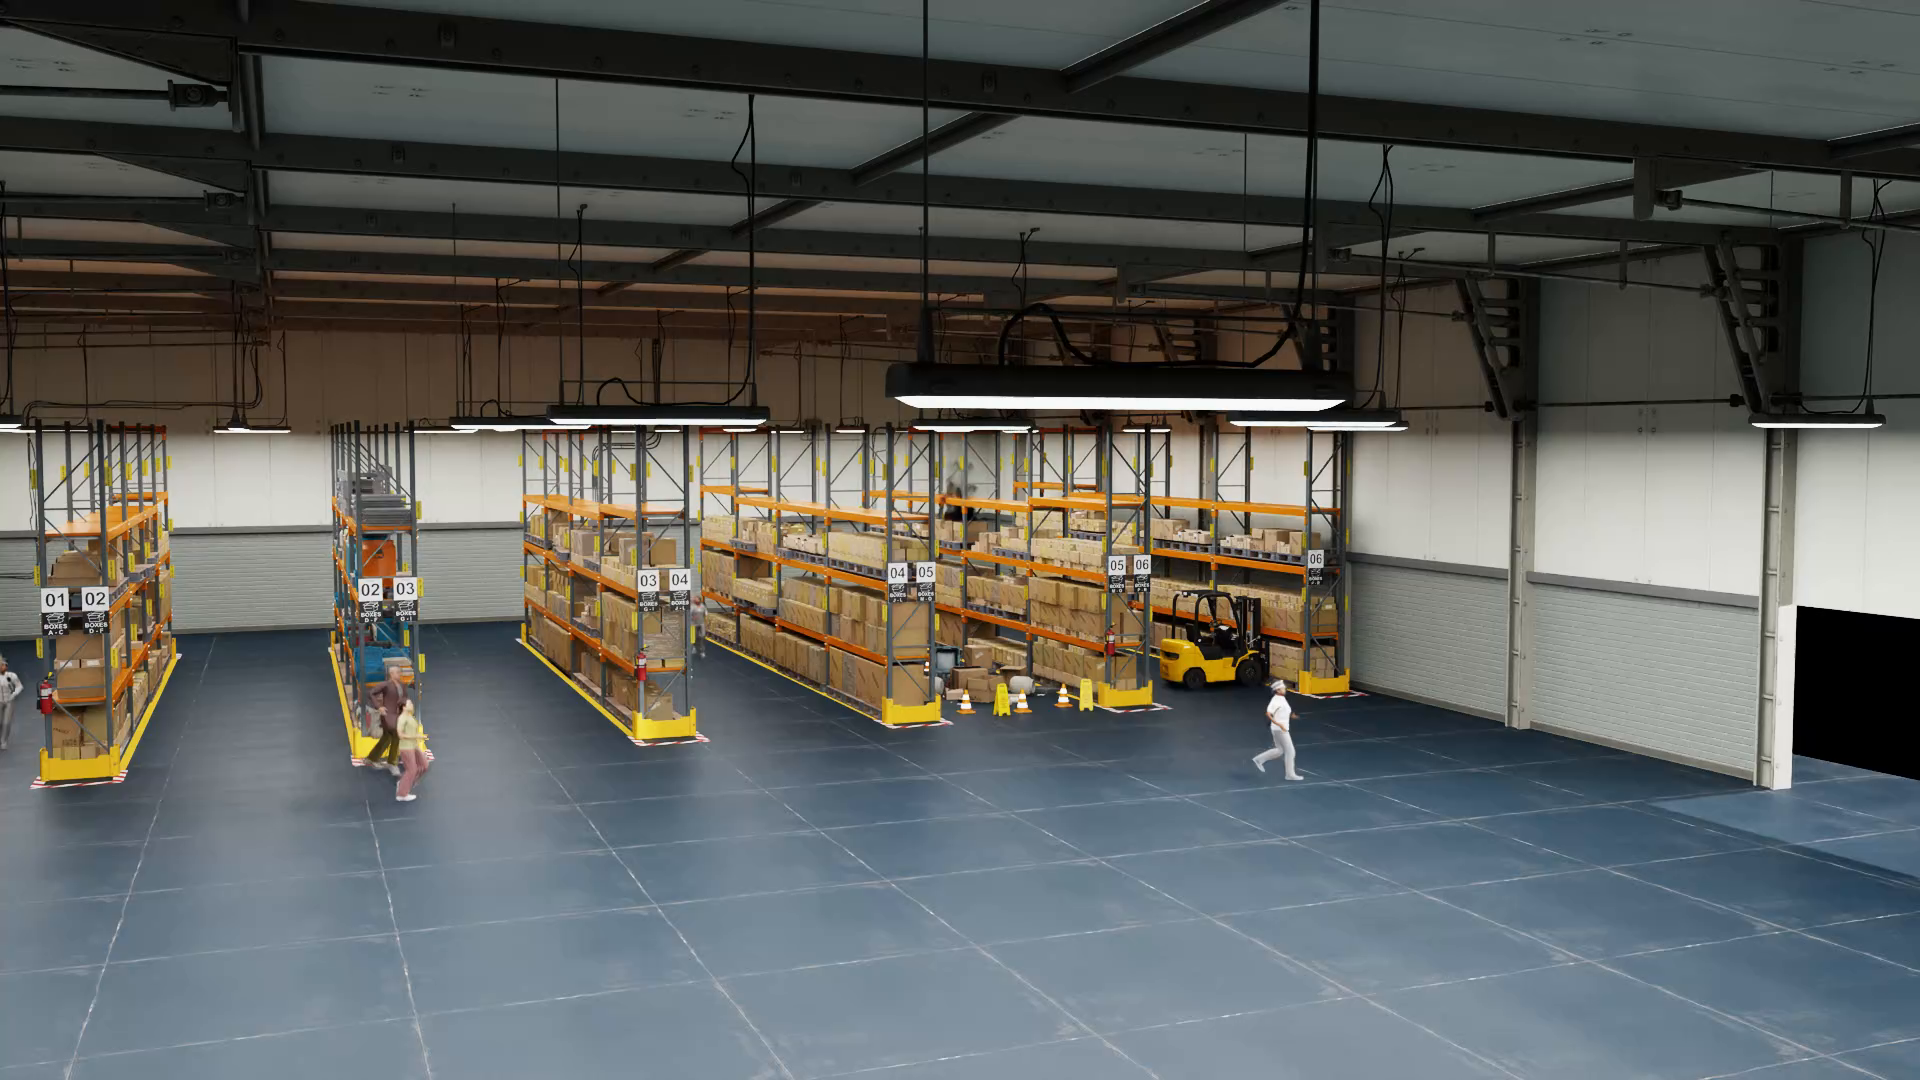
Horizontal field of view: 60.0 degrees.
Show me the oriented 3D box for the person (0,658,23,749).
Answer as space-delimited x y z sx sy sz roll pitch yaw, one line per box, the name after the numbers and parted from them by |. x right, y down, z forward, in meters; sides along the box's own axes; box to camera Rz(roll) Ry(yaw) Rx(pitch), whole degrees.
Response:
-17.585 2.988 30.613 0.610 1.671 0.588 -2 4 -24 | person

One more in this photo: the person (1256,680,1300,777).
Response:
5.286 3.120 27.675 0.721 1.608 0.588 1 4 16 | person

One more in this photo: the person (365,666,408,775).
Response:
-9.755 3.067 28.423 0.808 1.828 0.688 1 4 14 | person

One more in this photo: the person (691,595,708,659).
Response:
-6.770 2.234 43.039 0.548 1.610 0.868 -1 4 -19 | person

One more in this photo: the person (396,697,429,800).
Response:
-8.593 3.265 26.068 0.526 1.627 0.570 0 4 -1 | person
